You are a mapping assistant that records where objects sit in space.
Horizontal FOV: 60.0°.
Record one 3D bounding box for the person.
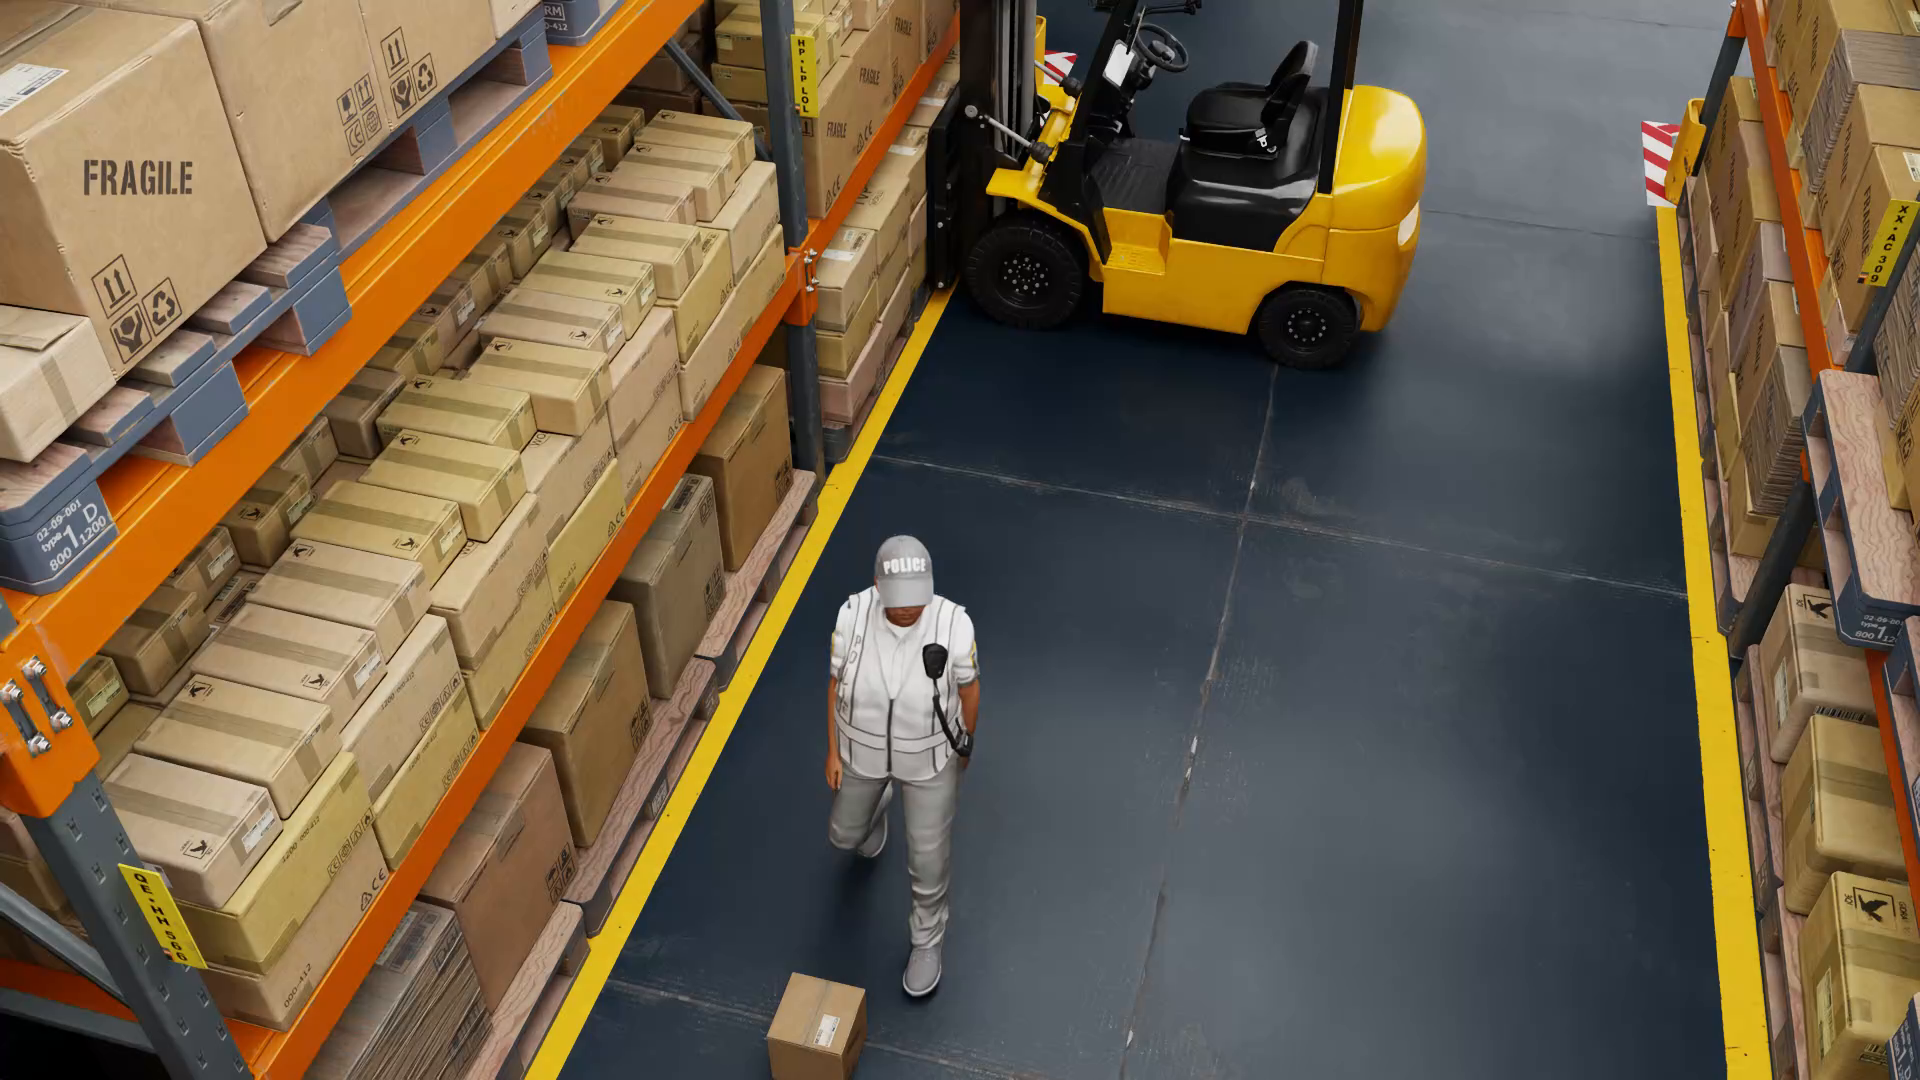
[{"bbox_3d":[-0.196,0.679,5.361,0.491,1.639,0.752,6,42,7],"label":"person"}]
